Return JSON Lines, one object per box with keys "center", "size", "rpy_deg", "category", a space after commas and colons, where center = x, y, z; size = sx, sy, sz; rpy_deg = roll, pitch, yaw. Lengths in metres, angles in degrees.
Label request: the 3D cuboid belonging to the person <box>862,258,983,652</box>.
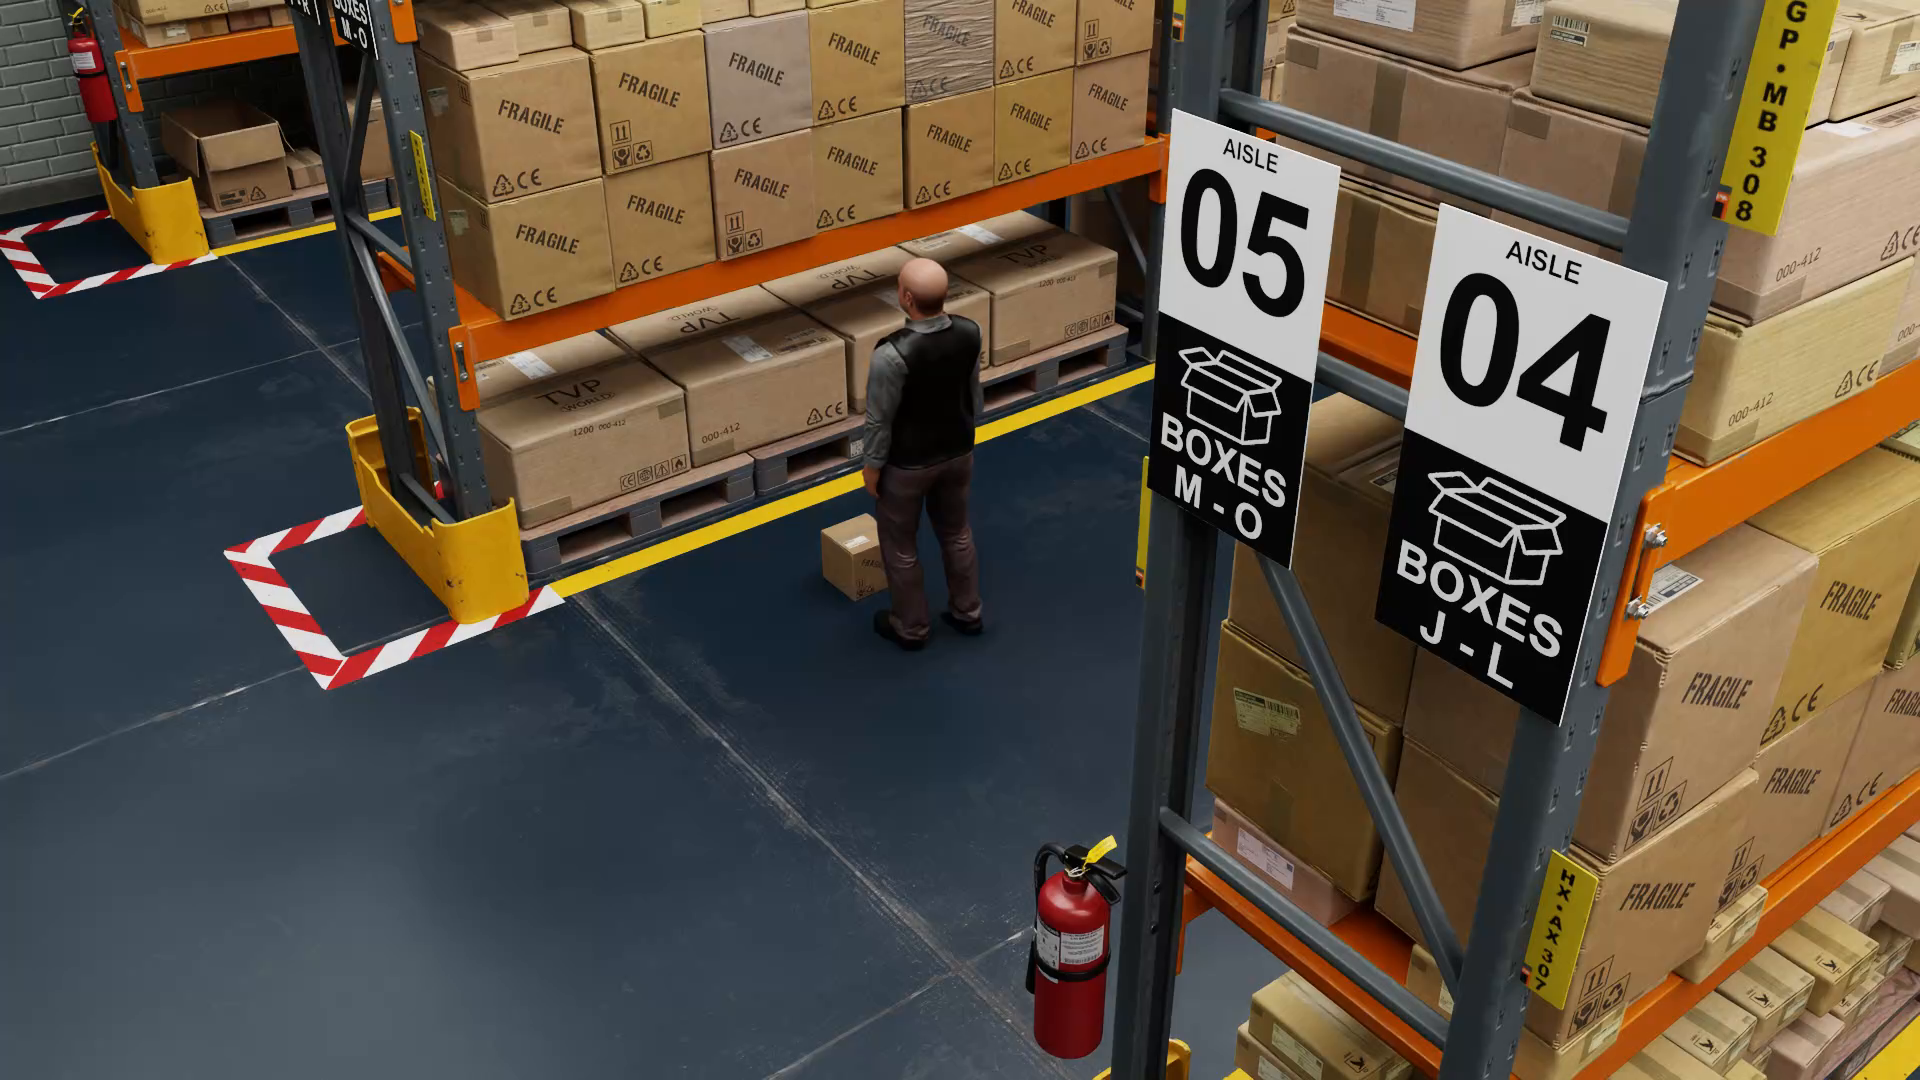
{"center": [-0.164, -0.316, 6.718], "size": [0.533, 1.768, 0.372], "rpy_deg": [-21, 38, -30], "category": "person"}
